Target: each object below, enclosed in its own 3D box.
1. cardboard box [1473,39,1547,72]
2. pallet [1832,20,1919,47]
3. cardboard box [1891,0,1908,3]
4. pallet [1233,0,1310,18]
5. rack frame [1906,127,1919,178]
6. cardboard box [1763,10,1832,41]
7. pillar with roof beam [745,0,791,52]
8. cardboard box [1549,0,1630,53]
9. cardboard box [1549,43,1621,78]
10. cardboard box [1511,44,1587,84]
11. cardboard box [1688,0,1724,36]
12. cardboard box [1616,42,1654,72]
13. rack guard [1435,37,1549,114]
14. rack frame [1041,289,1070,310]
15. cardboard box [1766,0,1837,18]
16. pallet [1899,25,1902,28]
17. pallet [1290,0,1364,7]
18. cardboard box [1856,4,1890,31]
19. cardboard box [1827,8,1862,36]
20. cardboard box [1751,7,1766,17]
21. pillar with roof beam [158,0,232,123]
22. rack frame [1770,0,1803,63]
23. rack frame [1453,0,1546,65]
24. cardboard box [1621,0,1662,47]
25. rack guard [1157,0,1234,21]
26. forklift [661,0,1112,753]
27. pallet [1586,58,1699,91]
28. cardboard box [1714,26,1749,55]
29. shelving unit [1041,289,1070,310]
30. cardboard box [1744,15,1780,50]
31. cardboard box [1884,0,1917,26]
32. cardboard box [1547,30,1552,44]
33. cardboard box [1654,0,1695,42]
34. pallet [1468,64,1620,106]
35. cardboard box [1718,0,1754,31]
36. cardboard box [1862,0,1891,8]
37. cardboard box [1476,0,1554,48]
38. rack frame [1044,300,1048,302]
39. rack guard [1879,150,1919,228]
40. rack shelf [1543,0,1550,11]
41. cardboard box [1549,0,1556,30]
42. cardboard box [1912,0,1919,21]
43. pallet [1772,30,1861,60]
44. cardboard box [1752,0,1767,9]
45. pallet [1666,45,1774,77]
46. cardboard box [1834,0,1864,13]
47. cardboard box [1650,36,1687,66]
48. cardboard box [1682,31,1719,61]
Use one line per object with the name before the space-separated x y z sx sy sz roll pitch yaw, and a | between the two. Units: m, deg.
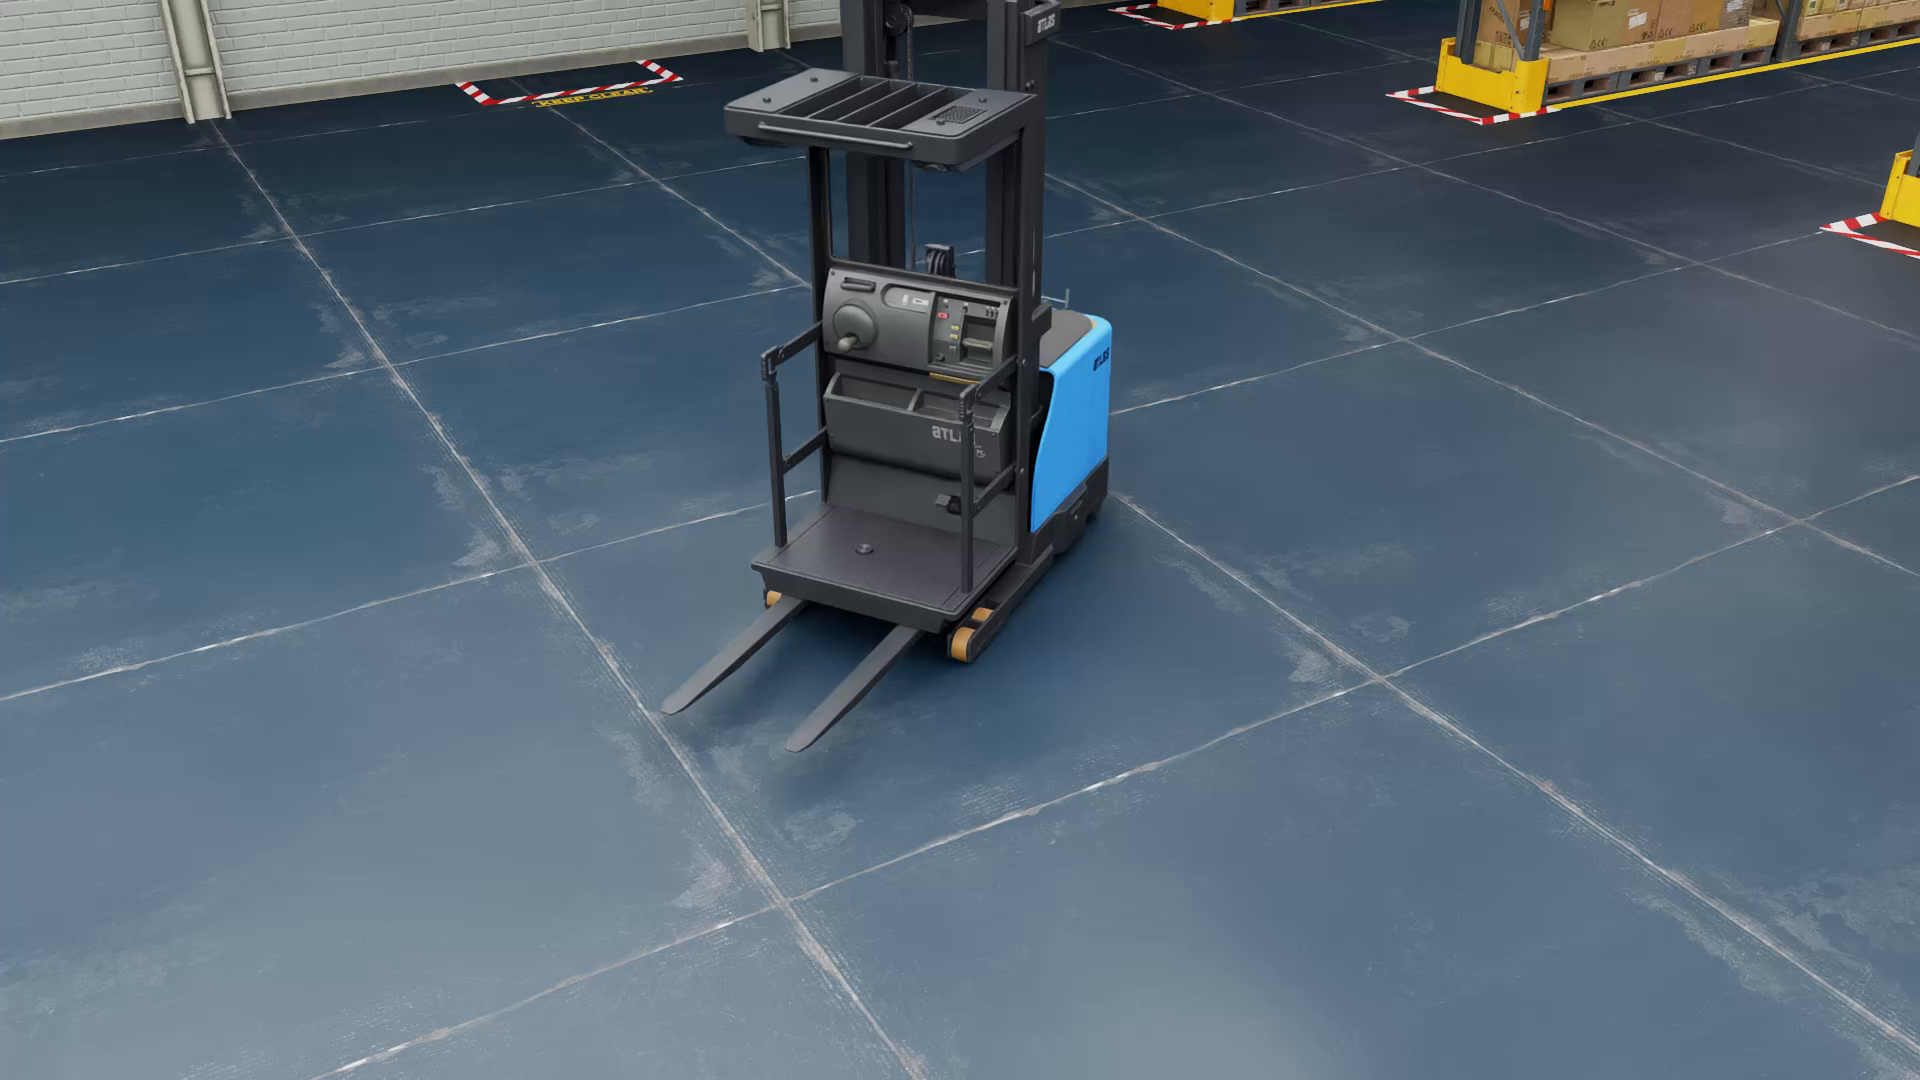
cardboard box | 5.667 -5.017 17.148 0.500 0.250 0.500 -16 33 -26
pallet | 10.471 -6.038 19.473 1.213 0.211 1.003 -16 33 -26
cardboard box | 10.610 -6.362 19.004 0.500 0.311 0.500 -15 32 -25
pallet | 3.625 -6.827 20.903 1.213 0.211 1.003 -16 33 -26
rack frame | 7.861 -3.718 12.383 0.127 3.000 1.000 -16 33 -26
cardboard box | 9.276 -5.737 18.453 0.500 0.250 0.500 -17 33 -27
pillar with roof beam | 0.015 -7.742 13.464 0.400 9.000 9.100 -16 33 -26
cardboard box | 6.359 -5.253 16.799 0.500 0.500 0.500 -16 33 -26
cardboard box | 6.359 -4.925 16.981 0.500 0.250 0.500 -16 33 -26
cardboard box | 5.929 -4.801 16.757 0.500 0.250 0.500 -16 33 -26
cardboard box | 7.648 -5.624 17.471 0.500 0.500 0.500 -16 33 -26
cardboard box | 6.790 -5.047 17.203 0.500 0.250 0.500 -16 33 -26
rack guard | 5.334 -4.682 16.717 0.348 0.500 1.175 -16 33 -26
rack frame | 0.493 -0.918 9.328 0.200 1.050 0.008 17 30 28
cardboard box | 9.285 -5.985 18.321 0.500 0.311 0.500 -16 33 -26
pallet | 11.522 -6.335 20.010 1.213 0.211 1.003 -16 33 -26
pallet | 4.676 -7.124 21.440 1.213 0.211 1.003 -16 33 -26
cardboard box | 10.163 -5.990 18.910 0.500 0.250 0.500 -17 33 -28
cardboard box | 9.718 -5.862 18.679 0.500 0.250 0.500 -15 32 -25
cardboard box | 9.014 -5.964 18.864 0.500 0.250 0.500 -16 33 -27
pillar with roof beam | -5.158 -6.273 10.803 0.400 9.000 9.100 -16 33 -26
rack frame | 8.803 -6.762 17.898 0.127 3.000 1.000 -16 33 -26
rack frame | 5.354 -5.783 16.124 0.127 3.000 1.000 -16 33 -26
cardboard box | 6.784 -5.381 17.030 0.500 0.500 0.500 -16 33 -26
rack guard | 2.907 -6.770 20.499 0.348 0.500 1.175 -16 33 -26
forklift | -0.297 -0.957 7.450 1.130 2.935 3.031 13 32 23
pallet | 7.043 -5.063 17.706 1.213 0.211 1.003 -16 33 -26
cardboard box | 8.078 -5.419 17.876 0.500 0.250 0.500 -16 33 -26
shelving unit | 0.428 -0.875 9.234 0.215 1.050 0.252 17 30 28
cardboard box | 8.514 -5.537 18.090 0.500 0.250 0.500 -16 33 -26
cardboard box | 10.602 -6.114 19.135 0.500 0.250 0.500 -15 32 -25
cardboard box | 6.092 -5.144 17.378 0.500 0.250 0.500 -16 33 -26
cardboard box | 7.224 -5.496 17.239 0.500 0.500 0.500 -16 33 -26
pallet | 5.992 -4.766 17.168 1.213 0.211 1.003 -16 33 -26
cardboard box | 8.077 -5.748 17.696 0.500 0.500 0.500 -16 33 -26
cardboard box | 10.165 -6.232 18.769 0.500 0.311 0.500 -17 33 -28
cardboard box | 5.666 -5.346 16.968 0.500 0.500 0.500 -16 33 -26
rack frame | 0.363 -0.832 9.140 0.200 1.050 0.008 17 30 28
rack guard | 7.902 -2.662 13.056 0.348 0.500 1.175 -16 33 -26
rack shelf | 7.079 -5.957 17.185 4.000 0.370 1.077 -16 33 -26
cardboard box | 6.521 -5.597 17.423 0.500 0.500 0.500 -16 33 -26
cardboard box | 11.044 -6.241 19.366 0.500 0.250 0.500 -15 32 -25
pallet | 9.418 -5.738 18.928 1.213 0.211 1.003 -16 33 -26
cardboard box | 9.007 -6.206 18.721 0.500 0.311 0.500 -16 33 -26
pallet | 8.096 -5.364 18.251 1.213 0.211 1.003 -16 33 -26
cardboard box | 9.720 -6.105 18.539 0.500 0.311 0.500 -16 33 -27
cardboard box | 7.223 -5.168 17.421 0.500 0.250 0.500 -16 33 -26
cardboard box | 7.654 -5.290 17.643 0.500 0.250 0.500 -16 33 -26
